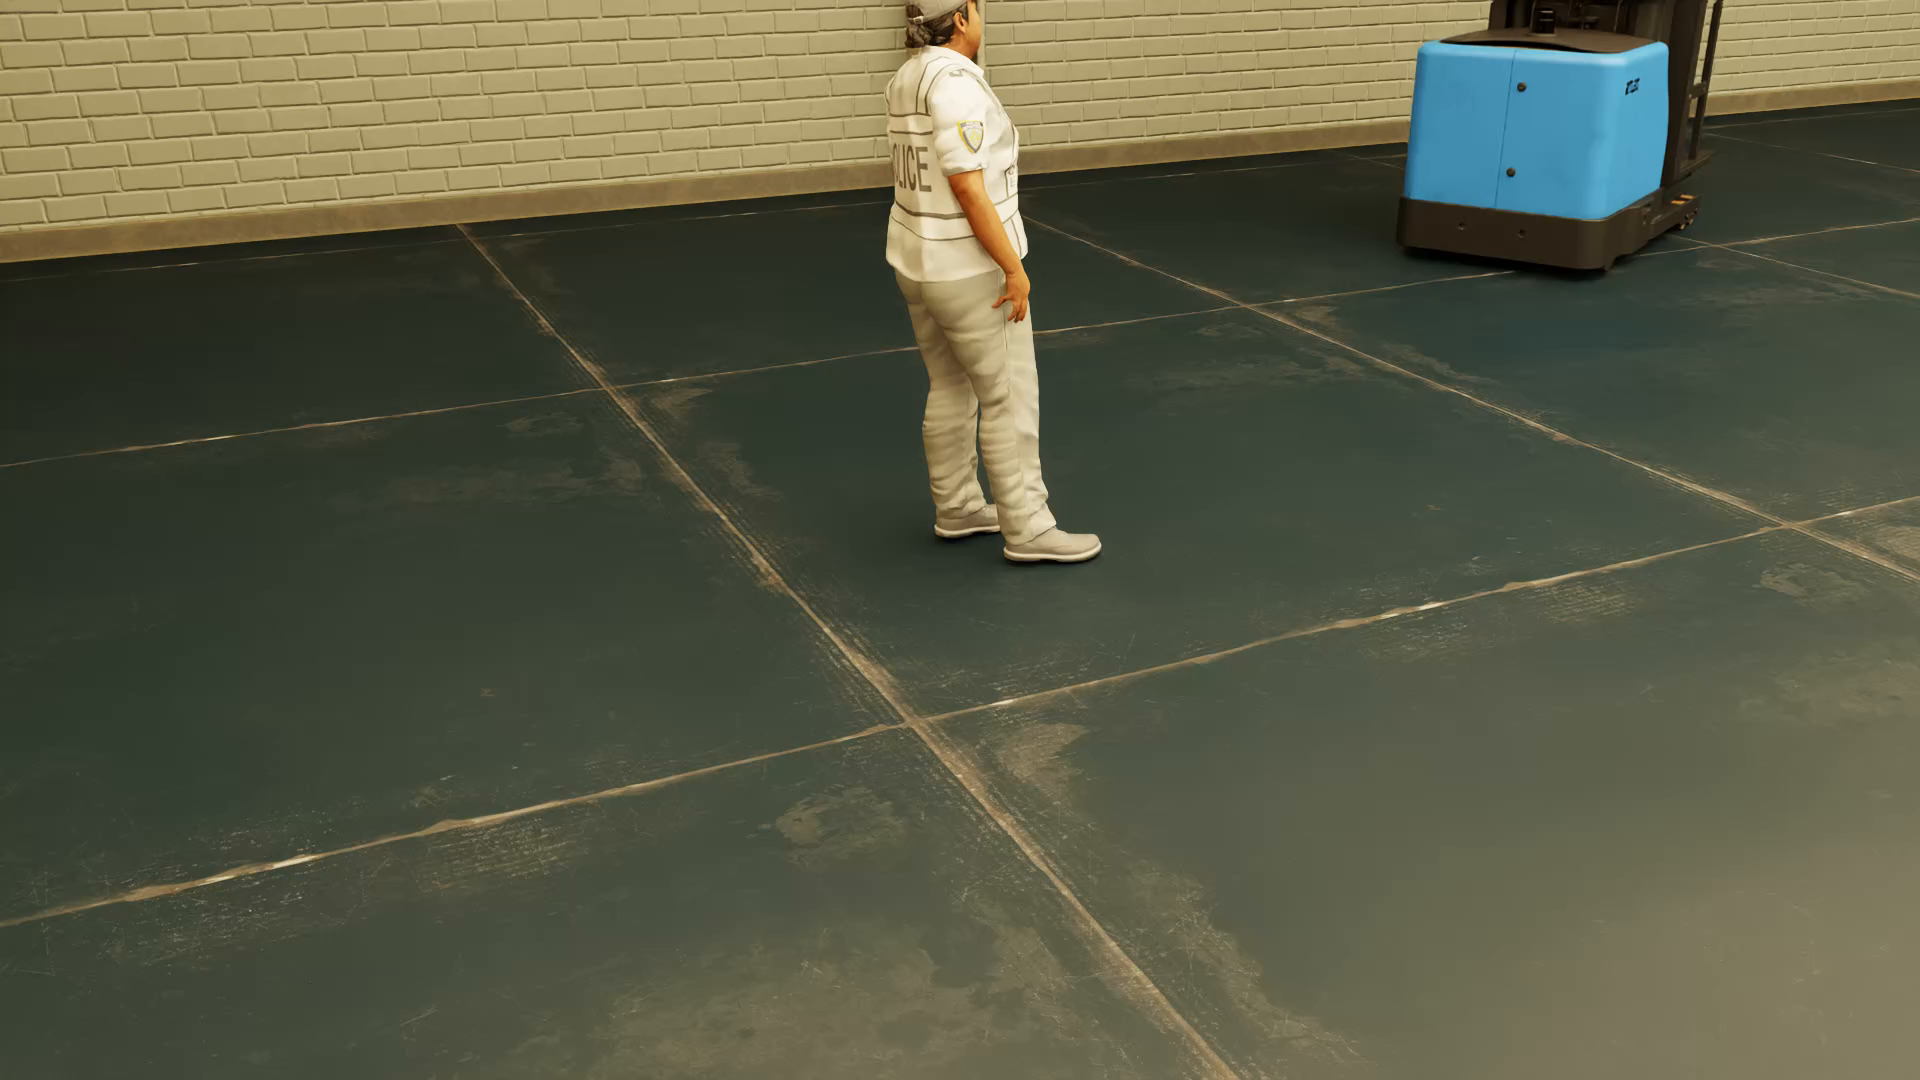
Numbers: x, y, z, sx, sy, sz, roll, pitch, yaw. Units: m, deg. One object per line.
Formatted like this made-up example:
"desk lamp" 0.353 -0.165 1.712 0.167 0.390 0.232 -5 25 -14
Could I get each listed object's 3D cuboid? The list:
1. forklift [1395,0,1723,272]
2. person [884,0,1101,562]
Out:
"forklift" 3.534 -3.175 8.928 1.130 2.935 3.031 16 27 33
"person" 0.079 -0.781 4.795 0.529 1.670 0.598 -10 25 -23
